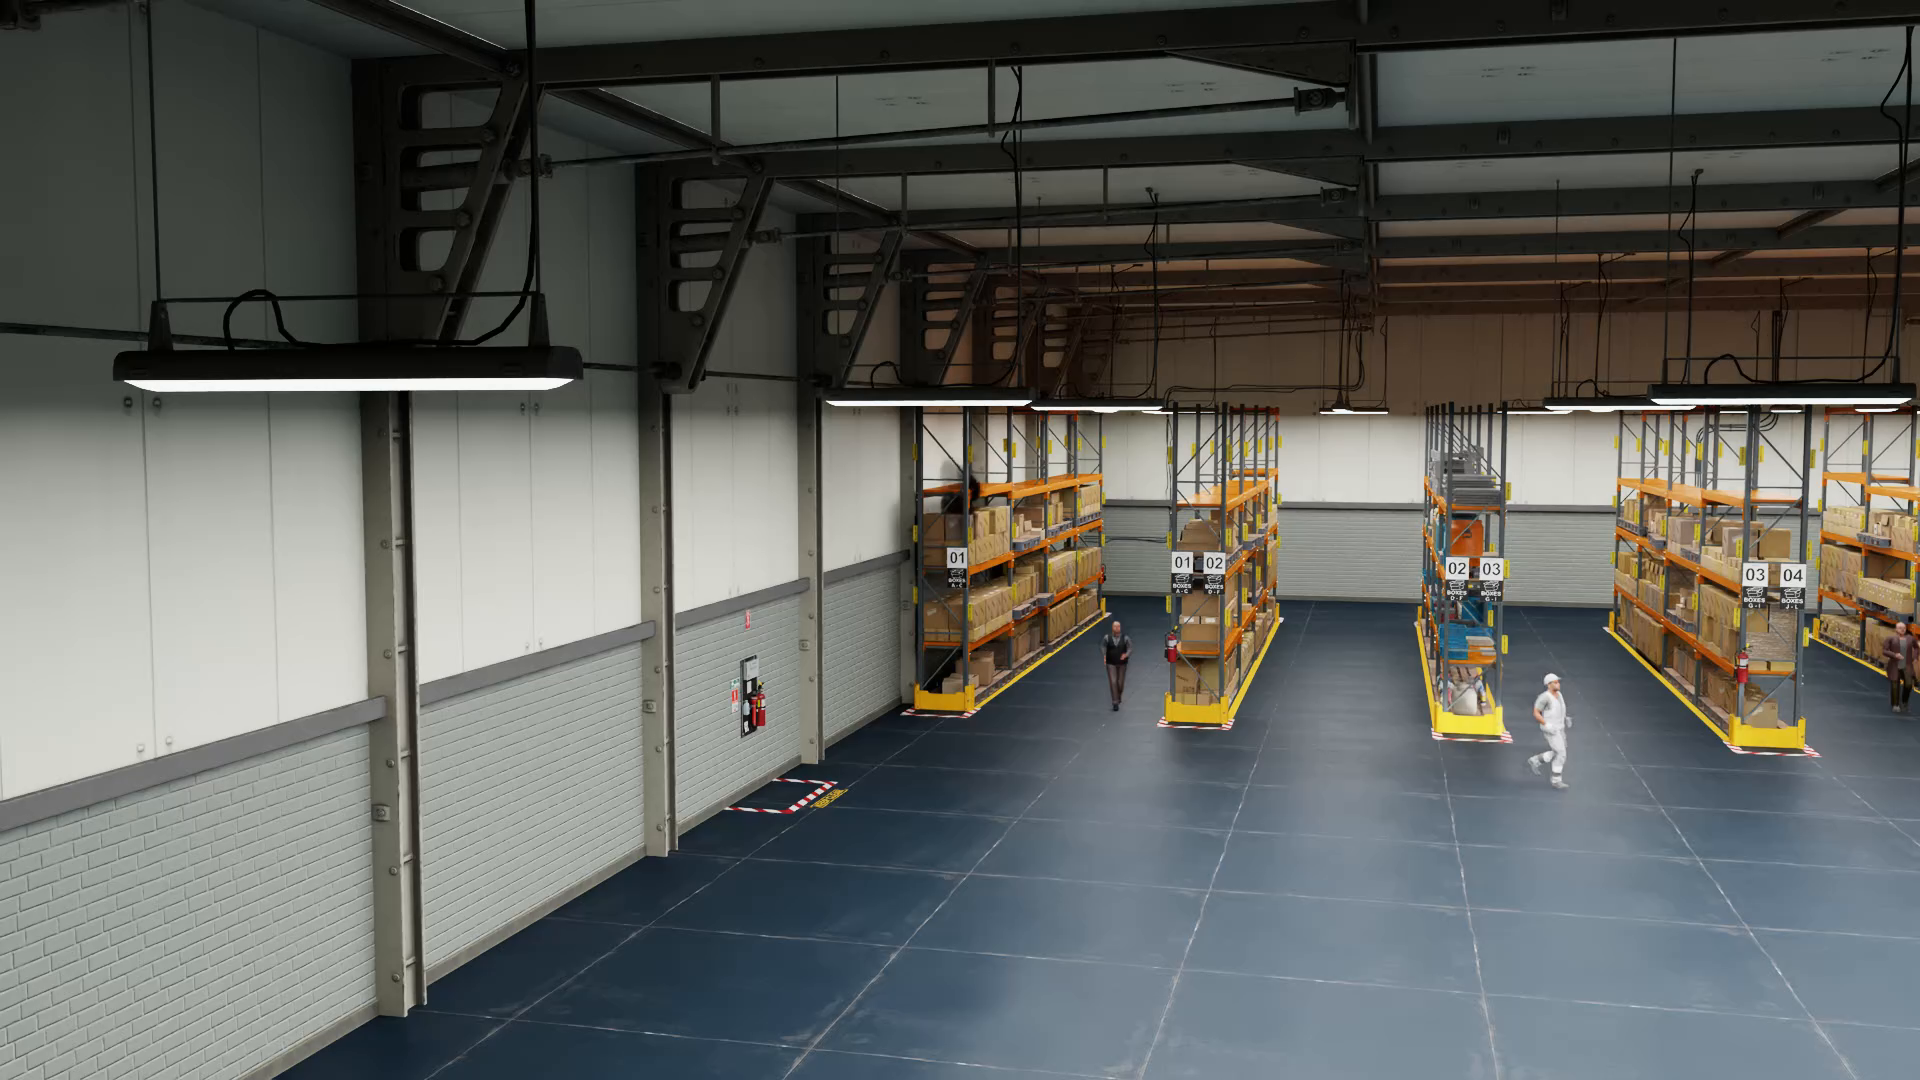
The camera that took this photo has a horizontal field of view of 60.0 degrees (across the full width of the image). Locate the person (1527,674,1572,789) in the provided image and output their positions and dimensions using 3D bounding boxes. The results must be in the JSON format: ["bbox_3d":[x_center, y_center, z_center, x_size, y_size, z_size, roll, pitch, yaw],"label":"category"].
[{"bbox_3d":[9.153,2.945,25.811,0.645,1.760,0.700,-4,6,-43],"label":"person"}]

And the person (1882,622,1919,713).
[{"bbox_3d":[18.175,2.466,32.111,0.684,1.749,0.712,2,4,20],"label":"person"}]

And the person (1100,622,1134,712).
[{"bbox_3d":[3.077,2.454,32.646,0.658,1.718,0.891,0,4,2],"label":"person"}]
